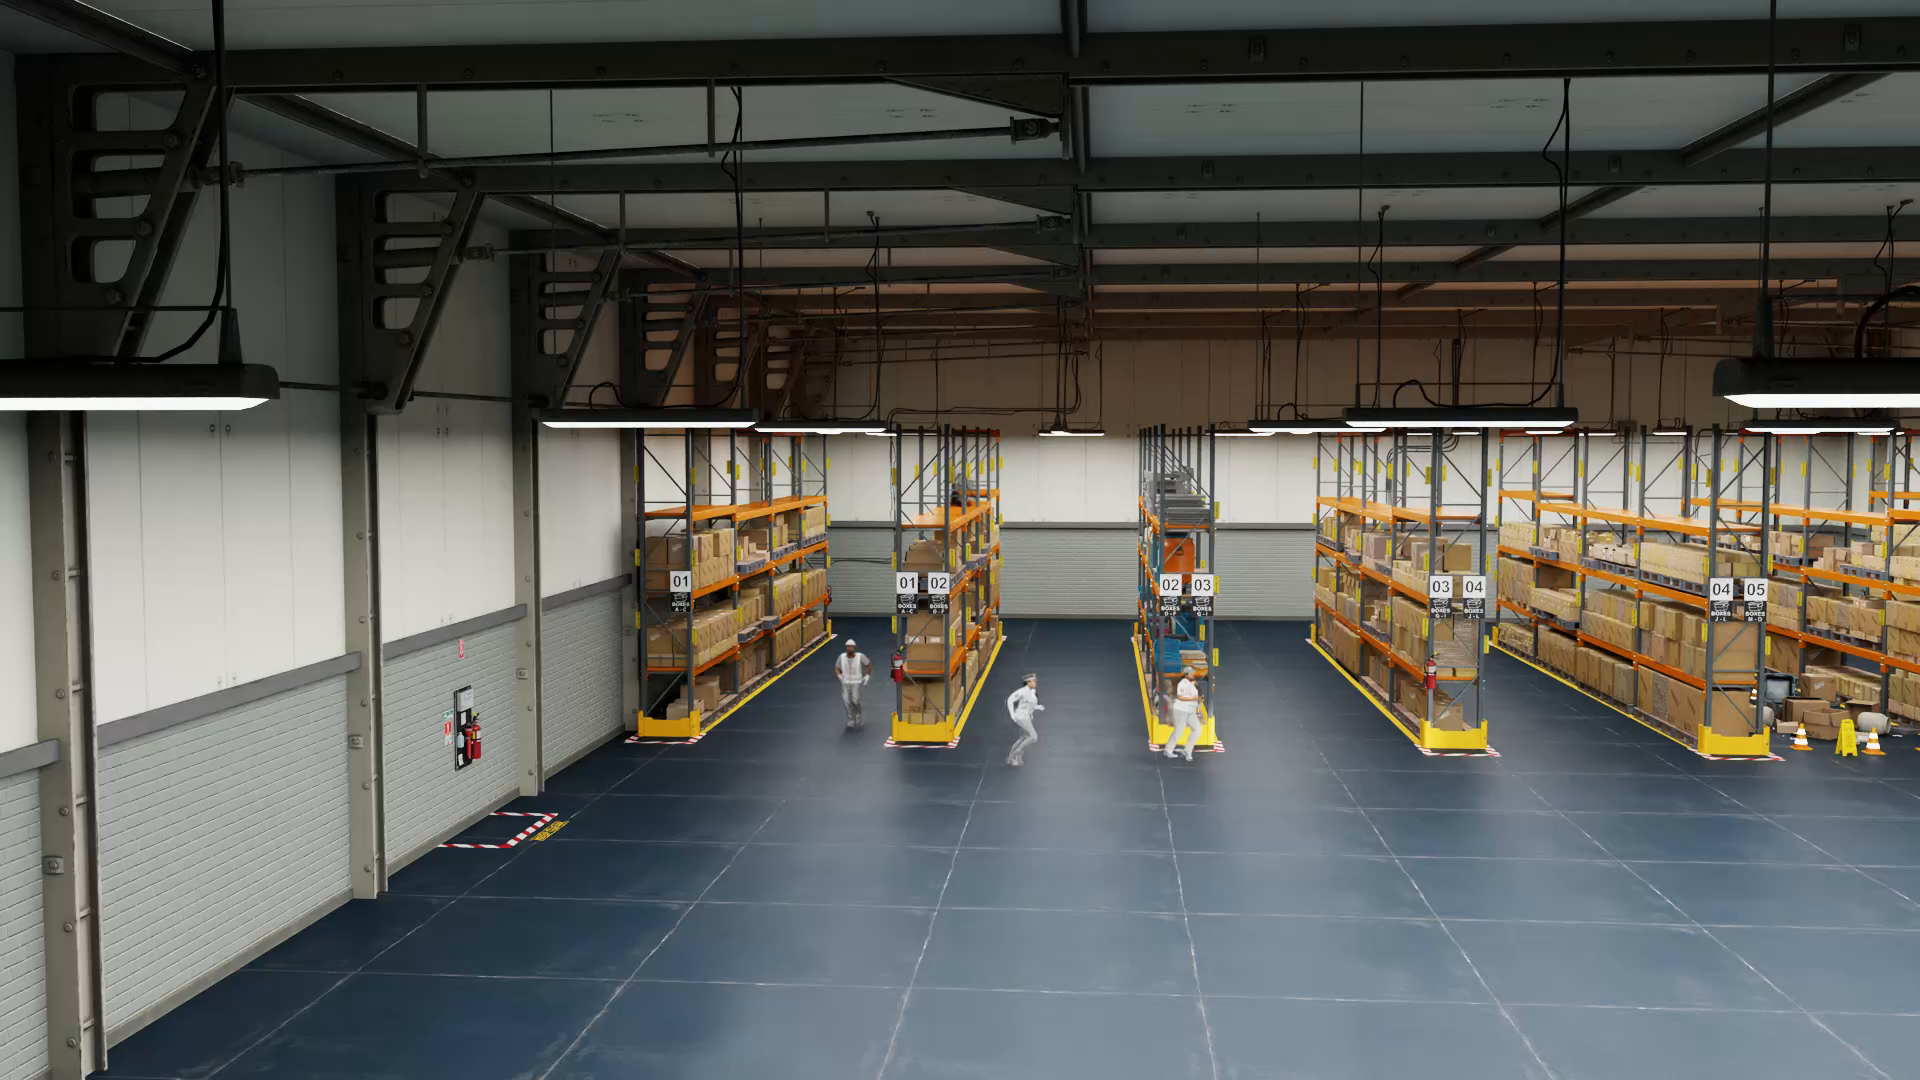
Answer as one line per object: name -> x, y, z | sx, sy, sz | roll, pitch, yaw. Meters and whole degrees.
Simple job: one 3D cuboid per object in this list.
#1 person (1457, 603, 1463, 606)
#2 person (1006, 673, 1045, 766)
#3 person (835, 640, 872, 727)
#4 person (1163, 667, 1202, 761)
person -> 13.455, 2.142, 44.152 | 0.679, 1.691, 0.672 | 1, 4, 12
person -> 1.142, 3.120, 28.967 | 0.702, 1.629, 0.577 | 2, 4, 24
person -> -2.137, 2.840, 32.874 | 0.711, 1.738, 0.595 | 0, 3, 7
person -> 4.030, 3.110, 29.668 | 0.703, 1.713, 0.603 | 3, 4, 37
